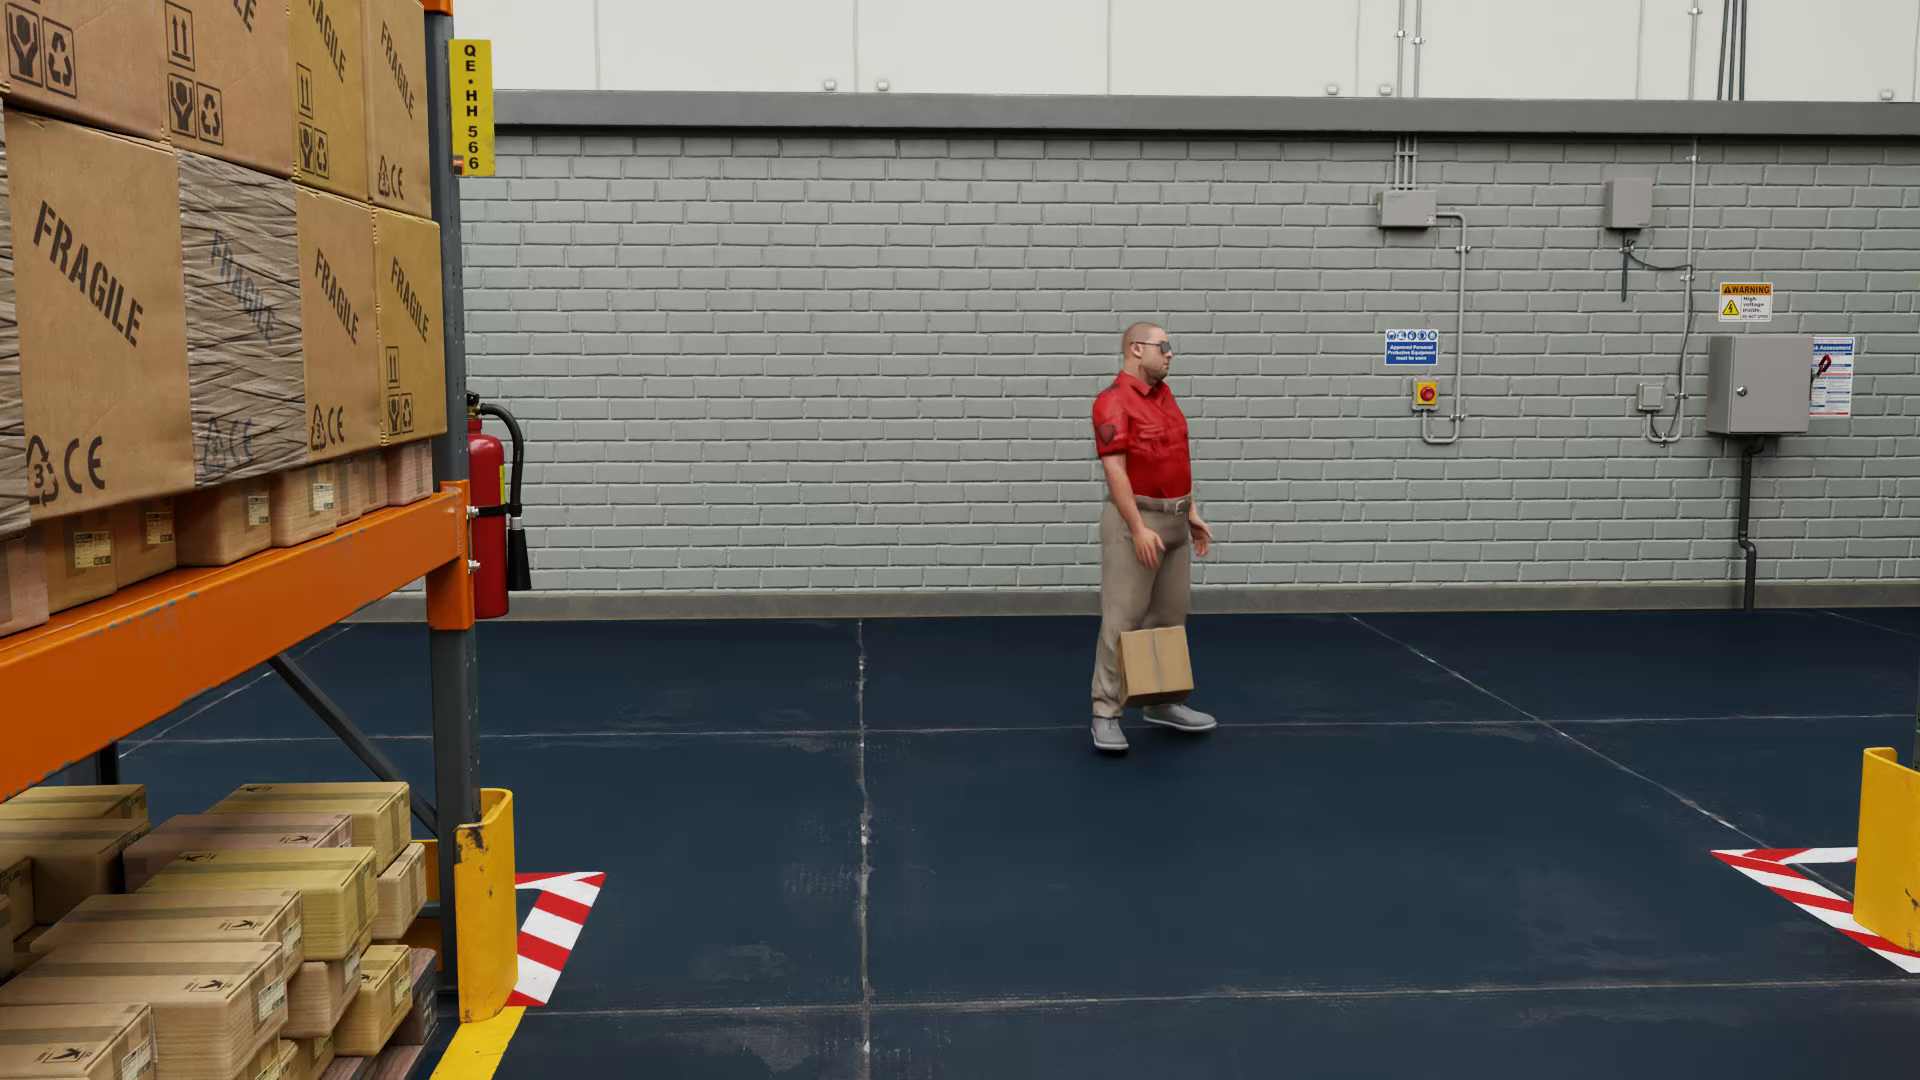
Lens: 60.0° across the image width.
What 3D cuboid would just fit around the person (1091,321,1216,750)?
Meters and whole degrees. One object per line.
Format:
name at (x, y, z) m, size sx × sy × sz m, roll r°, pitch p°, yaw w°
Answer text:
person at (0.784, -0.032, 6.895) m, size 0.385 × 1.736 × 0.649 m, roll 6°, pitch 9°, yaw 39°
